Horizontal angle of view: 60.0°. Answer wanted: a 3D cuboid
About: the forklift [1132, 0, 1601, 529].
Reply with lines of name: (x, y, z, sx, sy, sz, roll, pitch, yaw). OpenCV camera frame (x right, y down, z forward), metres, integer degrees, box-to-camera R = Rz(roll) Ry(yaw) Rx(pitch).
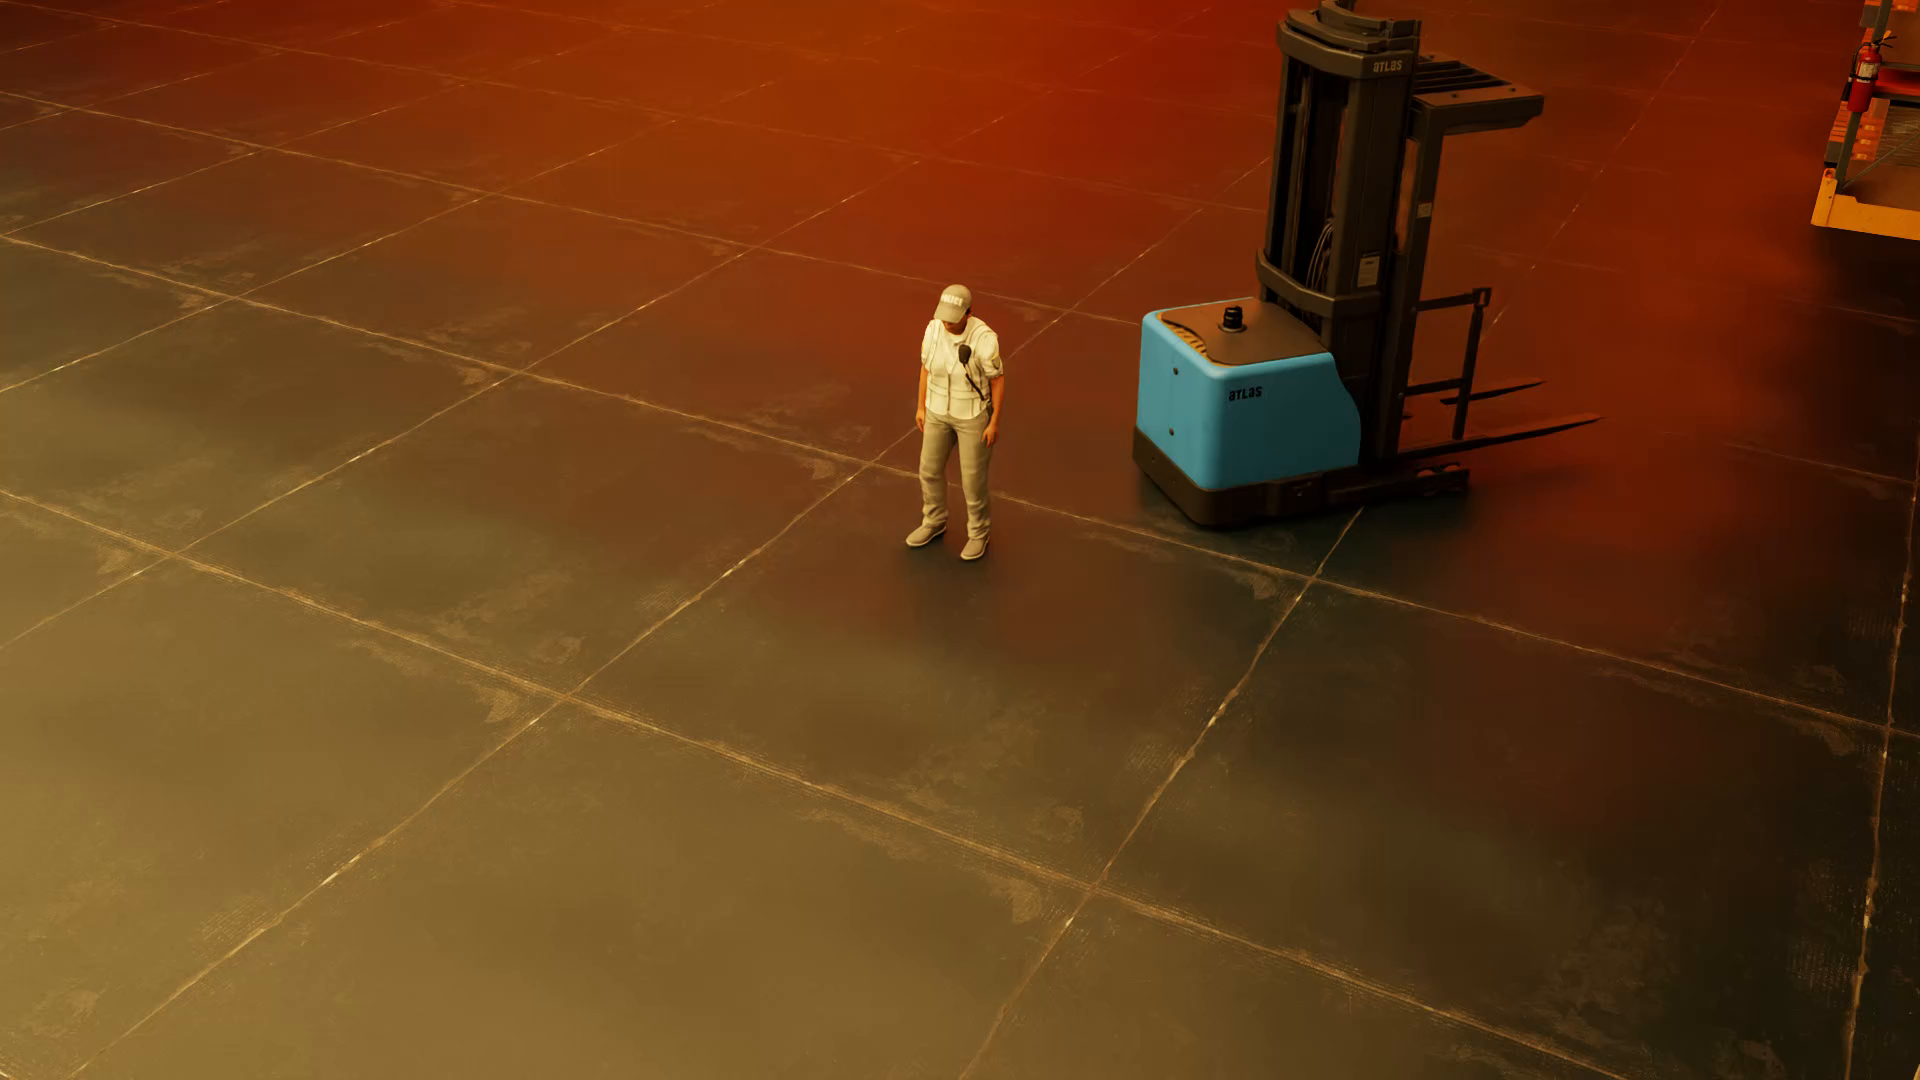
forklift: (2.688, -1.781, 10.157, 3.031, 2.935, 1.130, -10, 32, -17)

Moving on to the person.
person: (-0.023, -0.701, 9.553, 0.546, 1.666, 0.466, 14, 33, 23)
